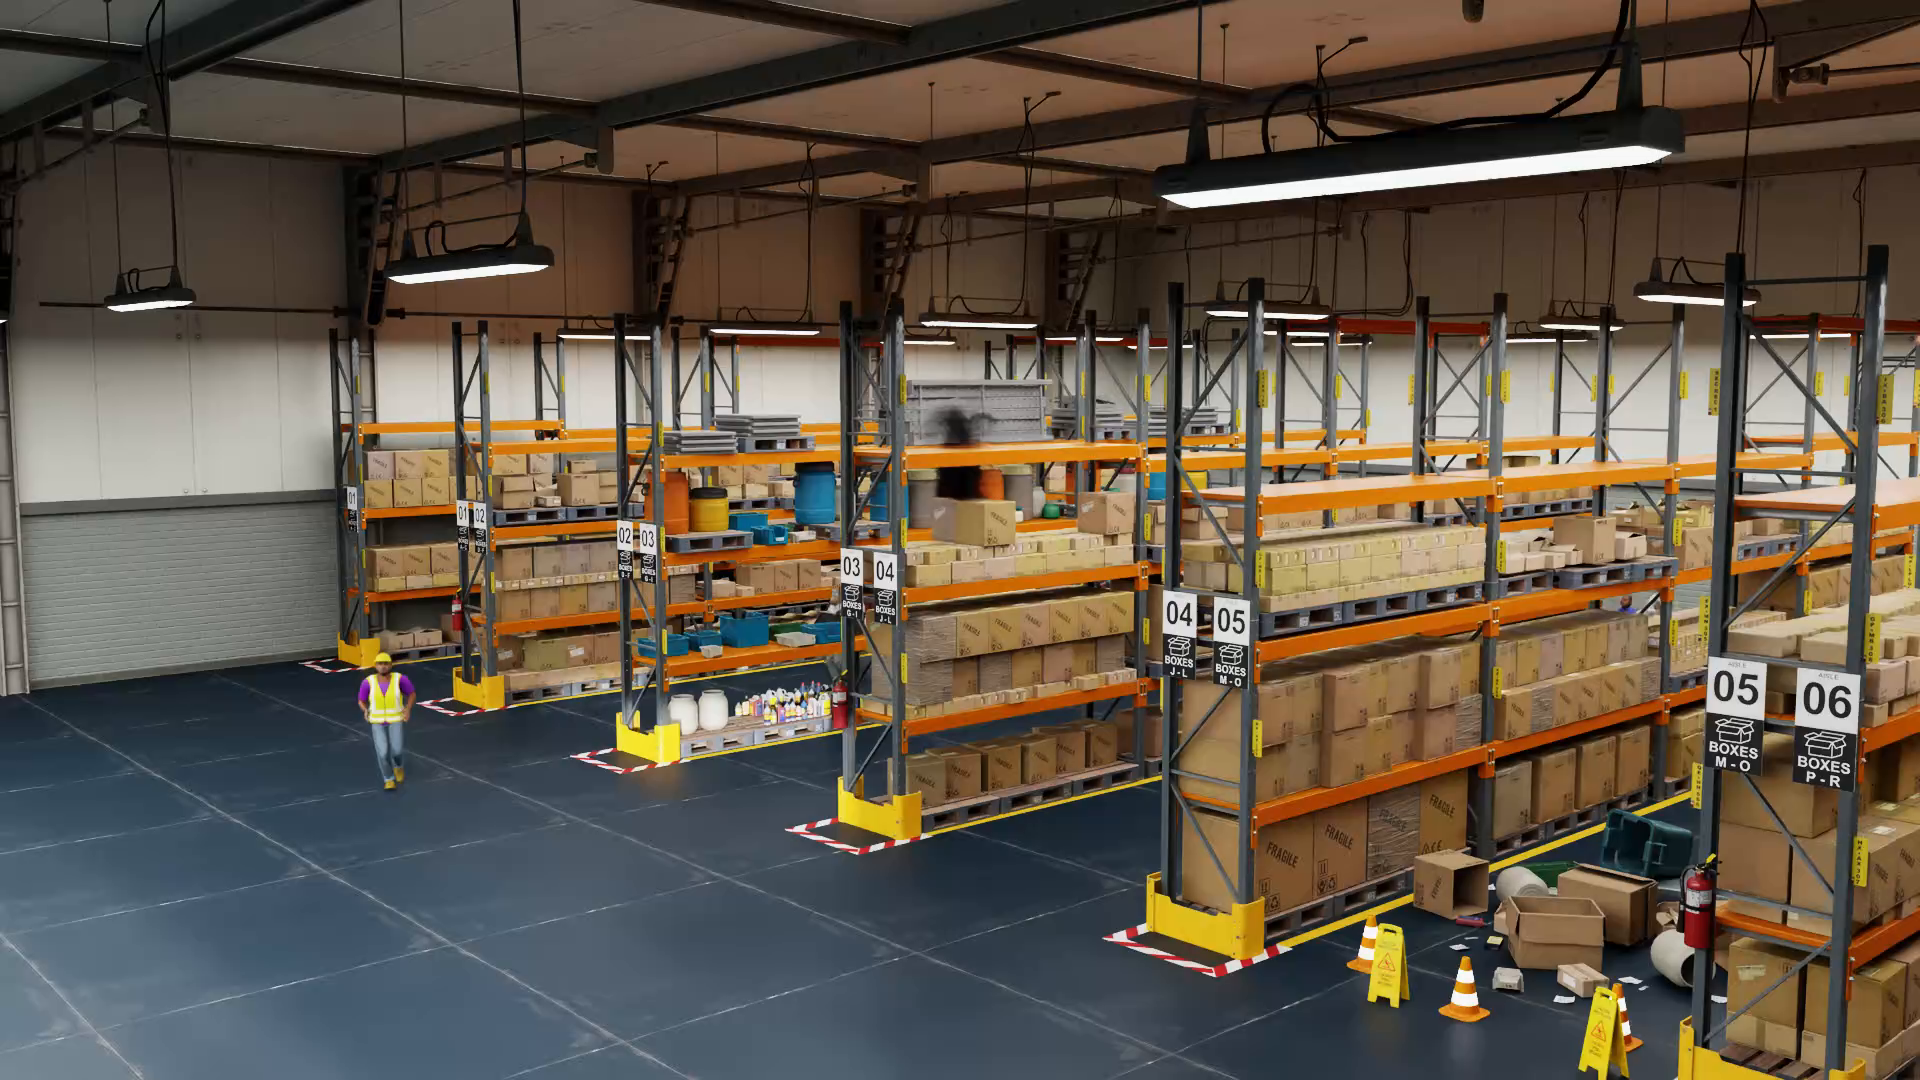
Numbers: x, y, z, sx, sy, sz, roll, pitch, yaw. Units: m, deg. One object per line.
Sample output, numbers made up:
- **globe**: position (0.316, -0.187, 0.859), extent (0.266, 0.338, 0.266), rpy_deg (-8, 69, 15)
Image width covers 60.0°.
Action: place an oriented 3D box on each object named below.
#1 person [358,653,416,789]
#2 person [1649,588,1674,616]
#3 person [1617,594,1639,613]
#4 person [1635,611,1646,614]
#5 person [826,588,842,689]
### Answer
- **person**: position (-7.132, 2.258, 20.695), extent (0.674, 1.721, 0.569), rpy_deg (-2, 6, -15)
- **person**: position (12.345, 1.483, 29.237), extent (0.543, 1.613, 0.820), rpy_deg (-1, 6, -9)
- **person**: position (10.870, 1.677, 27.230), extent (0.555, 1.605, 0.562), rpy_deg (-5, 8, -42)
- **person**: position (10.084, 1.897, 24.458), extent (0.679, 1.770, 1.030), rpy_deg (6, 8, 44)
- **person**: position (-2.007, 1.620, 27.548), extent (0.628, 1.673, 0.587), rpy_deg (5, 7, 40)
